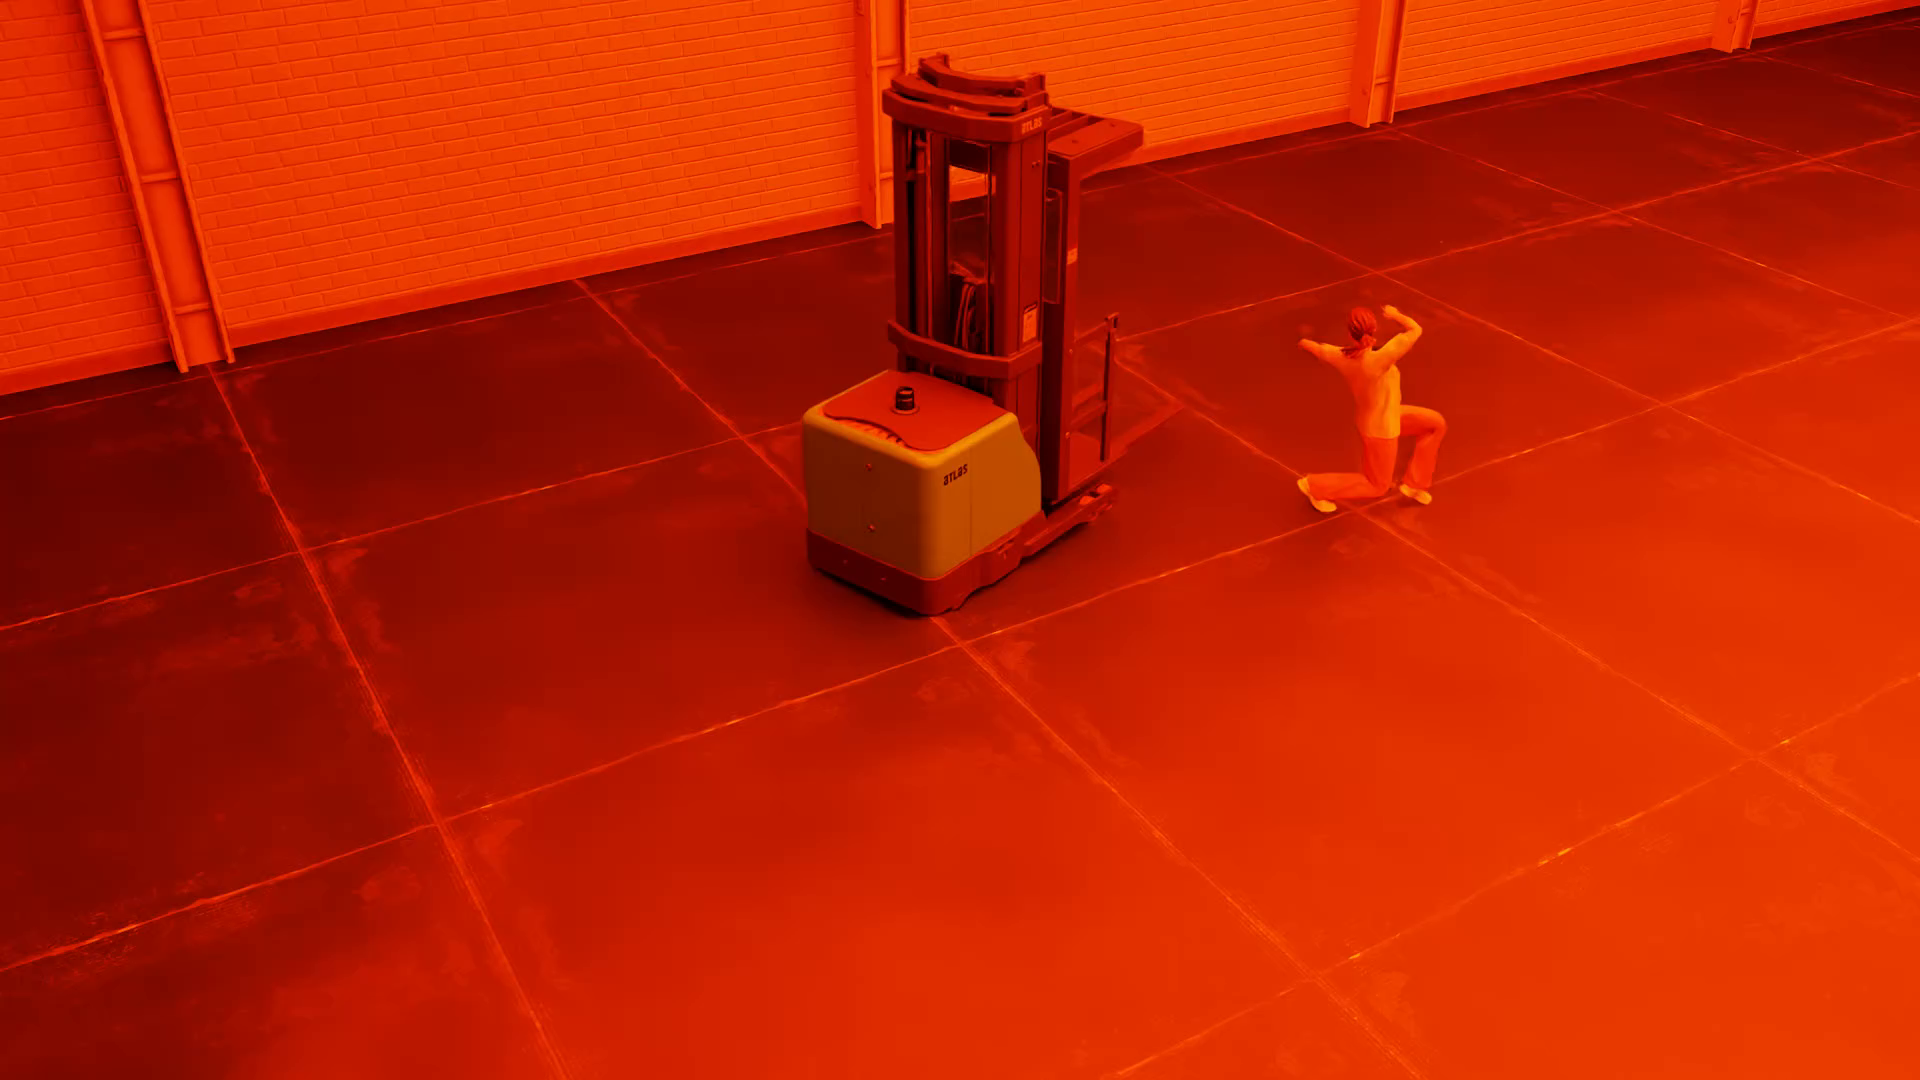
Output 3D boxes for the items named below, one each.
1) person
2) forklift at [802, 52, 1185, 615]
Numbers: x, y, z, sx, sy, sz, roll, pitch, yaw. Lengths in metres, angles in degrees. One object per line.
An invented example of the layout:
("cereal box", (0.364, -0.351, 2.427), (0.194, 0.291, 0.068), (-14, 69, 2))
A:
("person", (2.638, -0.922, 10.699), (0.909, 1.378, 0.912), (-3, 31, -4))
("forklift", (0.376, -1.516, 10.179), (1.130, 2.935, 3.031), (22, 37, 32))
